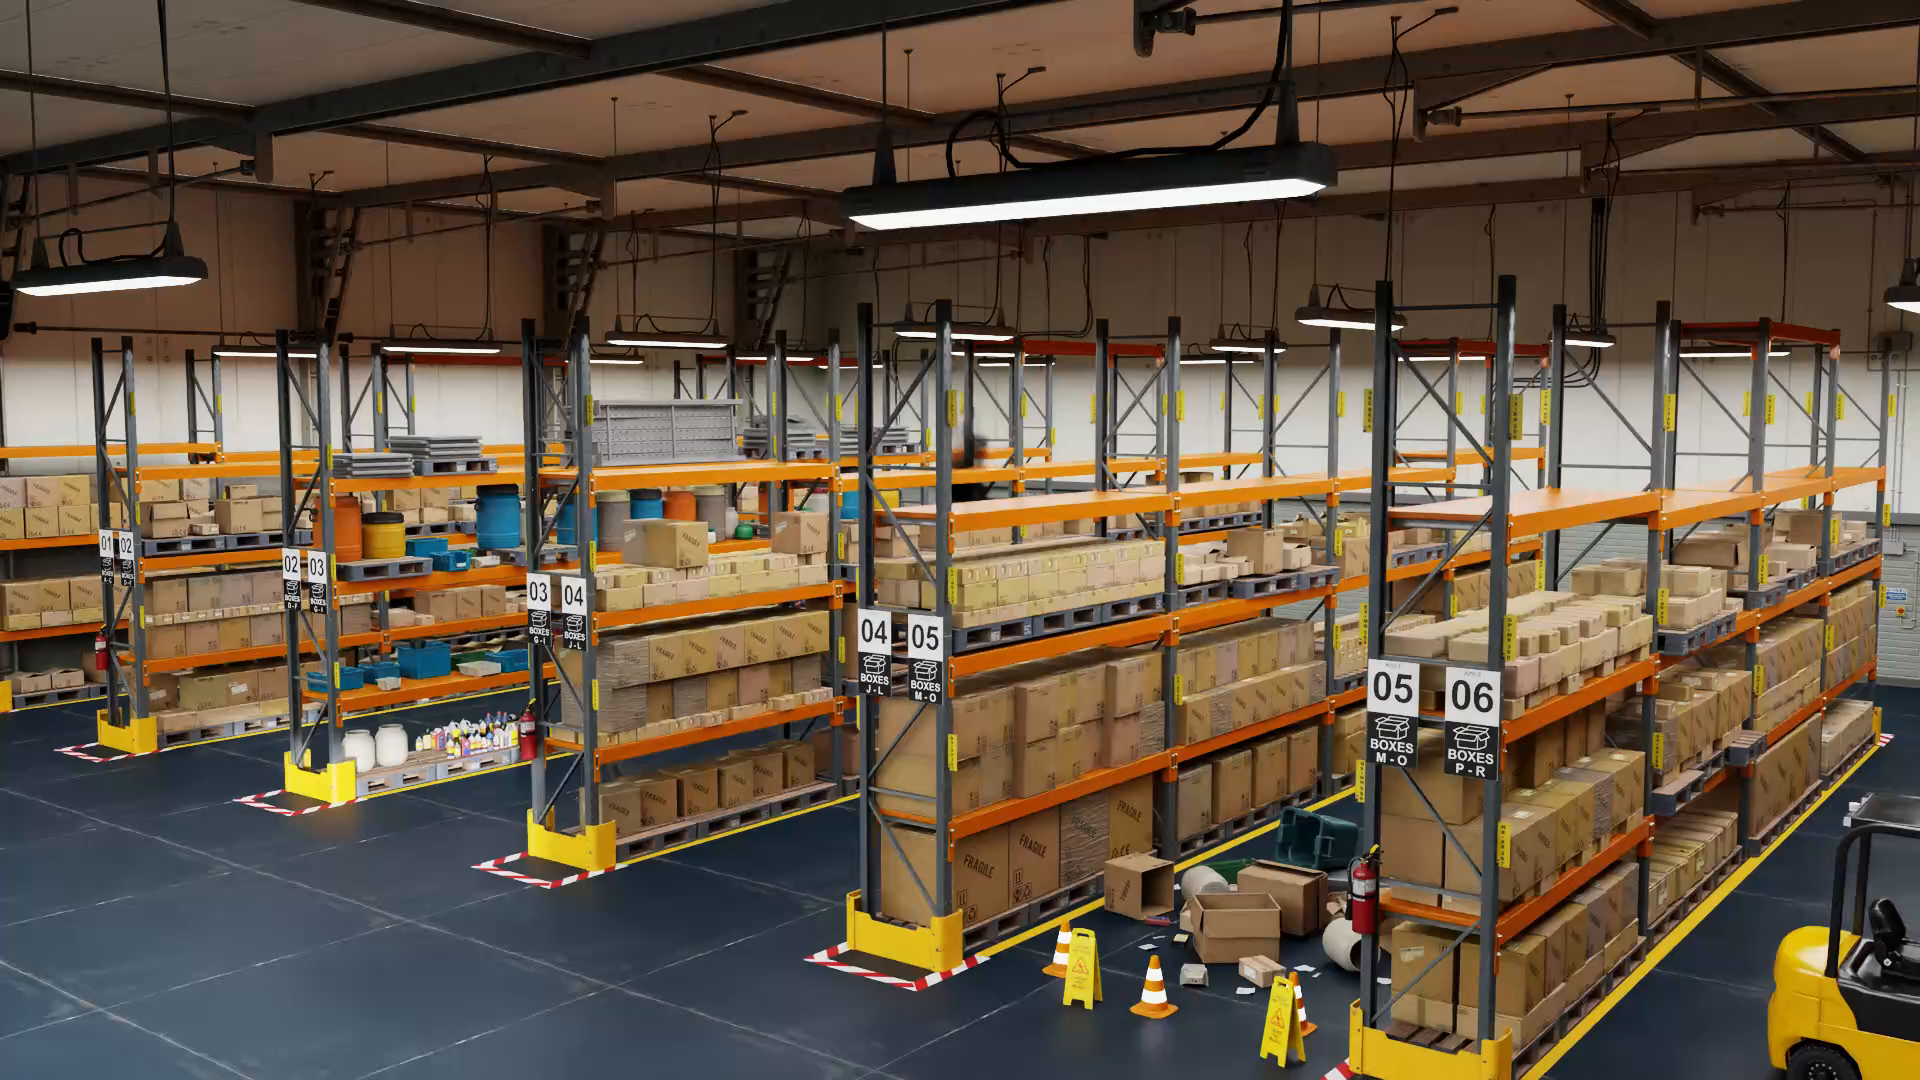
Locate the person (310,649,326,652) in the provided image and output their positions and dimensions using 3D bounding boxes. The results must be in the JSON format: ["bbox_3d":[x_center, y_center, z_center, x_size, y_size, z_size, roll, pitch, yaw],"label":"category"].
[{"bbox_3d":[-11.053,1.790,28.785,0.673,1.751,0.590,3,6,34],"label":"person"}]

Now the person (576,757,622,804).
[{"bbox_3d":[-4.591,2.477,21.303,0.553,1.753,0.782,3,6,28],"label":"person"}]
